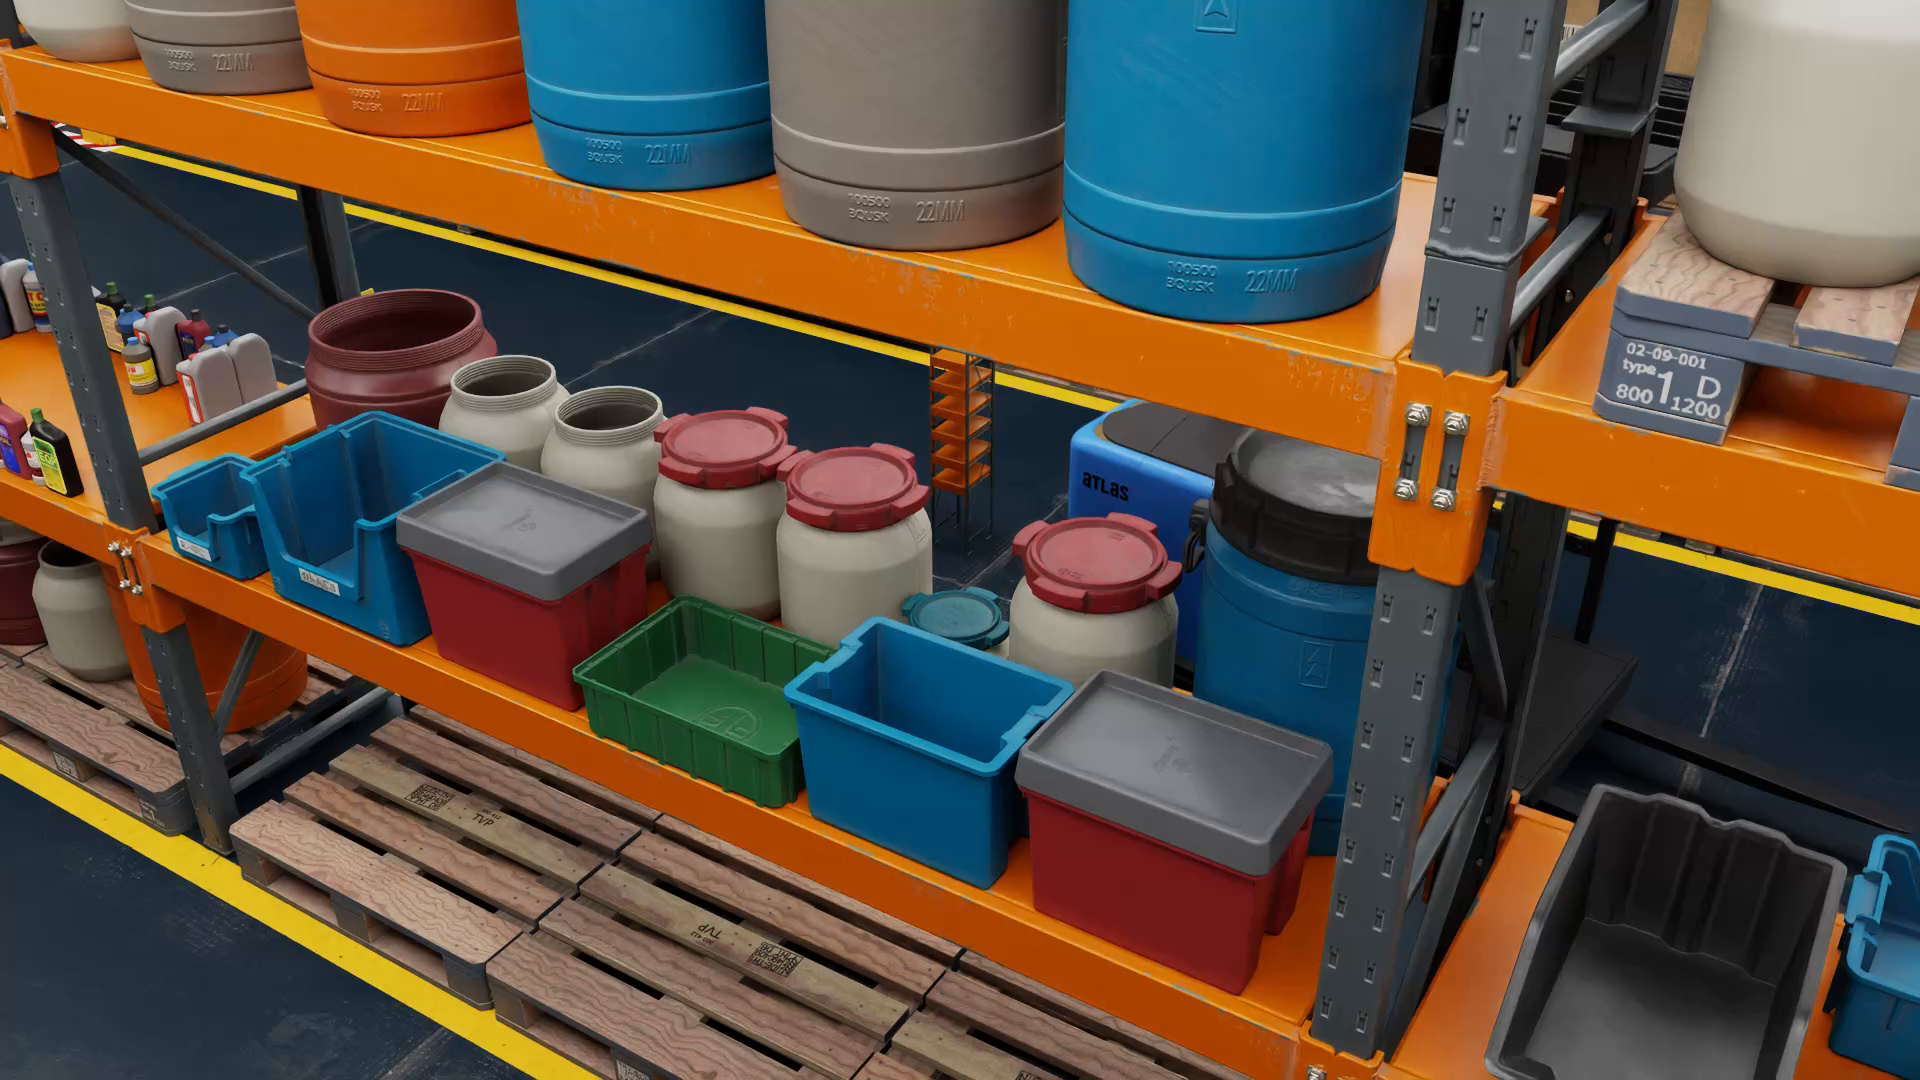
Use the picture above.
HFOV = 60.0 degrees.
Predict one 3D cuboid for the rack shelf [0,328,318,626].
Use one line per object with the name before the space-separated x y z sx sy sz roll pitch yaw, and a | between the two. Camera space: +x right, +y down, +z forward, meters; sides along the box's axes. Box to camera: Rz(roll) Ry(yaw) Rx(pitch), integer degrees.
rack shelf | -4.053 -0.633 6.573 4.000 0.370 1.077 18 35 27

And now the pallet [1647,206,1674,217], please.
pallet | 3.092 -1.635 7.766 1.213 0.211 1.003 18 35 27

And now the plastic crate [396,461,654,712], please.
plastic crate | -1.153 0.127 4.491 0.583 0.464 0.402 18 35 27

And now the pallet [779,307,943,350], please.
pallet | -0.354 -1.561 10.217 1.213 0.211 1.003 18 35 27

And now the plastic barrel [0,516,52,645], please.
plastic barrel | -3.739 0.025 6.706 0.708 0.588 0.600 18 35 27

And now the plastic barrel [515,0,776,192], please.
plastic barrel | -0.625 -1.243 3.430 0.708 0.901 0.600 18 35 27

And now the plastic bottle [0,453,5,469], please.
plastic bottle | -3.212 -0.349 5.569 0.097 0.201 0.097 0 30 0

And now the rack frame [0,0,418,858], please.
rack frame | -2.359 -0.408 5.473 0.127 3.000 1.000 18 35 27

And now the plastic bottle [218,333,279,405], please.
plastic bottle | -2.554 -0.609 5.940 0.135 0.276 0.152 18 35 27

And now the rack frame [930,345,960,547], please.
rack frame | -0.065 -0.539 7.483 0.006 1.200 0.240 18 35 27

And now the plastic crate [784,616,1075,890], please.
plastic crate | -0.071 0.507 3.920 0.575 0.384 0.392 18 35 27

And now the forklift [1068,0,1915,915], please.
forklift | 1.866 -0.461 5.632 3.031 2.935 1.130 23 37 33

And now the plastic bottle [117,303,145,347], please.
plastic bottle | -3.061 -0.747 6.182 0.097 0.271 0.097 0 30 0

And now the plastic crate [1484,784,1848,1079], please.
plastic crate | 1.405 0.885 3.319 0.504 0.338 0.767 18 35 27

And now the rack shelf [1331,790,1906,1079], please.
rack shelf | 2.723 1.510 2.899 4.000 0.370 1.077 18 35 27

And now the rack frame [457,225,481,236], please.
rack frame | -3.114 -3.594 10.934 0.127 3.000 1.000 18 35 27

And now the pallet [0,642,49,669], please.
pallet | -4.078 0.275 7.068 1.213 0.211 1.003 18 35 27

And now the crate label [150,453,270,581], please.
crate label | -2.201 -0.063 5.048 0.416 0.233 0.303 18 35 27

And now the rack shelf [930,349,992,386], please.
rack shelf | 0.012 -0.787 7.282 0.180 0.103 0.258 18 35 27

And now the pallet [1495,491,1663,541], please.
pallet | 3.002 -0.454 8.319 1.213 0.211 1.003 18 35 27

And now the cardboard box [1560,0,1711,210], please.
cardboard box | 3.064 -2.164 7.470 1.000 1.000 1.000 18 35 28

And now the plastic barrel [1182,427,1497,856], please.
plastic barrel | 0.863 0.214 3.909 0.708 0.901 0.600 18 35 27

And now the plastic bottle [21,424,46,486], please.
plastic bottle | -3.016 -0.288 5.463 0.097 0.201 0.097 0 30 0

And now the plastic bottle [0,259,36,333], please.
plastic bottle | -3.728 -0.980 6.577 0.135 0.276 0.152 18 35 27

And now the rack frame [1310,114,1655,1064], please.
rack frame | 1.029 0.663 3.637 0.127 3.000 1.000 18 35 27

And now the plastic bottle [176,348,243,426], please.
plastic bottle | -2.634 -0.544 5.828 0.135 0.276 0.152 18 35 27

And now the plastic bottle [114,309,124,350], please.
plastic bottle | -3.142 -0.779 6.306 0.097 0.201 0.097 0 30 0

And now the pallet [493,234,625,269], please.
pallet | -2.420 -2.215 11.337 1.213 0.211 1.003 18 35 27

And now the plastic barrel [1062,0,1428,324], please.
plastic barrel | 0.483 -0.893 2.829 0.708 0.901 0.600 18 35 27

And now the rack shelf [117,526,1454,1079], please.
rack shelf | -0.665 0.438 4.736 4.000 0.370 1.077 18 35 27

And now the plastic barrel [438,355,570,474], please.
plastic barrel | -1.374 -0.272 5.129 0.421 0.512 0.421 0 30 0

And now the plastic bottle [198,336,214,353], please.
plastic bottle | -2.720 -0.645 6.077 0.097 0.201 0.097 0 30 0

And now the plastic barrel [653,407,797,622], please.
plastic barrel | -0.653 -0.058 4.738 0.433 0.535 0.433 0 30 0

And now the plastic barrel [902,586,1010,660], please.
plastic barrel | -0.011 0.303 4.391 0.301 0.262 0.301 0 30 0

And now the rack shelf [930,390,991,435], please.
rack shelf | 0.012 -0.580 7.403 0.180 0.103 0.258 18 35 27

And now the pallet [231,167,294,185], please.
pallet | -4.754 -2.953 12.602 1.213 0.211 1.003 18 35 27

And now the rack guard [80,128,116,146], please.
rack guard | -6.522 -3.592 13.411 0.348 0.500 1.175 18 35 27

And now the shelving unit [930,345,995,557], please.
shelving unit | 0.012 -0.514 7.441 0.189 1.200 0.258 18 35 27

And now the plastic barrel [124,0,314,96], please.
plastic barrel | -1.779 -1.608 4.055 0.600 0.901 0.600 0 30 0

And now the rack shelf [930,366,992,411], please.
rack shelf | 0.012 -0.683 7.342 0.180 0.103 0.258 18 35 27

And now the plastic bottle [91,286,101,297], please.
plastic bottle | -3.338 -0.871 6.394 0.097 0.271 0.097 0 30 0

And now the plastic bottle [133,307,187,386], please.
plastic bottle | -2.945 -0.733 6.152 0.135 0.276 0.152 18 35 27

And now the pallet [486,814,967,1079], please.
pallet | -0.694 1.347 5.231 1.213 0.211 1.003 18 35 27

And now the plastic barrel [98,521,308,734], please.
plastic barrel | -2.782 0.224 6.127 0.708 0.830 0.600 18 35 27

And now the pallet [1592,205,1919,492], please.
pallet | 1.692 -0.399 2.668 1.003 0.211 1.213 18 35 27
